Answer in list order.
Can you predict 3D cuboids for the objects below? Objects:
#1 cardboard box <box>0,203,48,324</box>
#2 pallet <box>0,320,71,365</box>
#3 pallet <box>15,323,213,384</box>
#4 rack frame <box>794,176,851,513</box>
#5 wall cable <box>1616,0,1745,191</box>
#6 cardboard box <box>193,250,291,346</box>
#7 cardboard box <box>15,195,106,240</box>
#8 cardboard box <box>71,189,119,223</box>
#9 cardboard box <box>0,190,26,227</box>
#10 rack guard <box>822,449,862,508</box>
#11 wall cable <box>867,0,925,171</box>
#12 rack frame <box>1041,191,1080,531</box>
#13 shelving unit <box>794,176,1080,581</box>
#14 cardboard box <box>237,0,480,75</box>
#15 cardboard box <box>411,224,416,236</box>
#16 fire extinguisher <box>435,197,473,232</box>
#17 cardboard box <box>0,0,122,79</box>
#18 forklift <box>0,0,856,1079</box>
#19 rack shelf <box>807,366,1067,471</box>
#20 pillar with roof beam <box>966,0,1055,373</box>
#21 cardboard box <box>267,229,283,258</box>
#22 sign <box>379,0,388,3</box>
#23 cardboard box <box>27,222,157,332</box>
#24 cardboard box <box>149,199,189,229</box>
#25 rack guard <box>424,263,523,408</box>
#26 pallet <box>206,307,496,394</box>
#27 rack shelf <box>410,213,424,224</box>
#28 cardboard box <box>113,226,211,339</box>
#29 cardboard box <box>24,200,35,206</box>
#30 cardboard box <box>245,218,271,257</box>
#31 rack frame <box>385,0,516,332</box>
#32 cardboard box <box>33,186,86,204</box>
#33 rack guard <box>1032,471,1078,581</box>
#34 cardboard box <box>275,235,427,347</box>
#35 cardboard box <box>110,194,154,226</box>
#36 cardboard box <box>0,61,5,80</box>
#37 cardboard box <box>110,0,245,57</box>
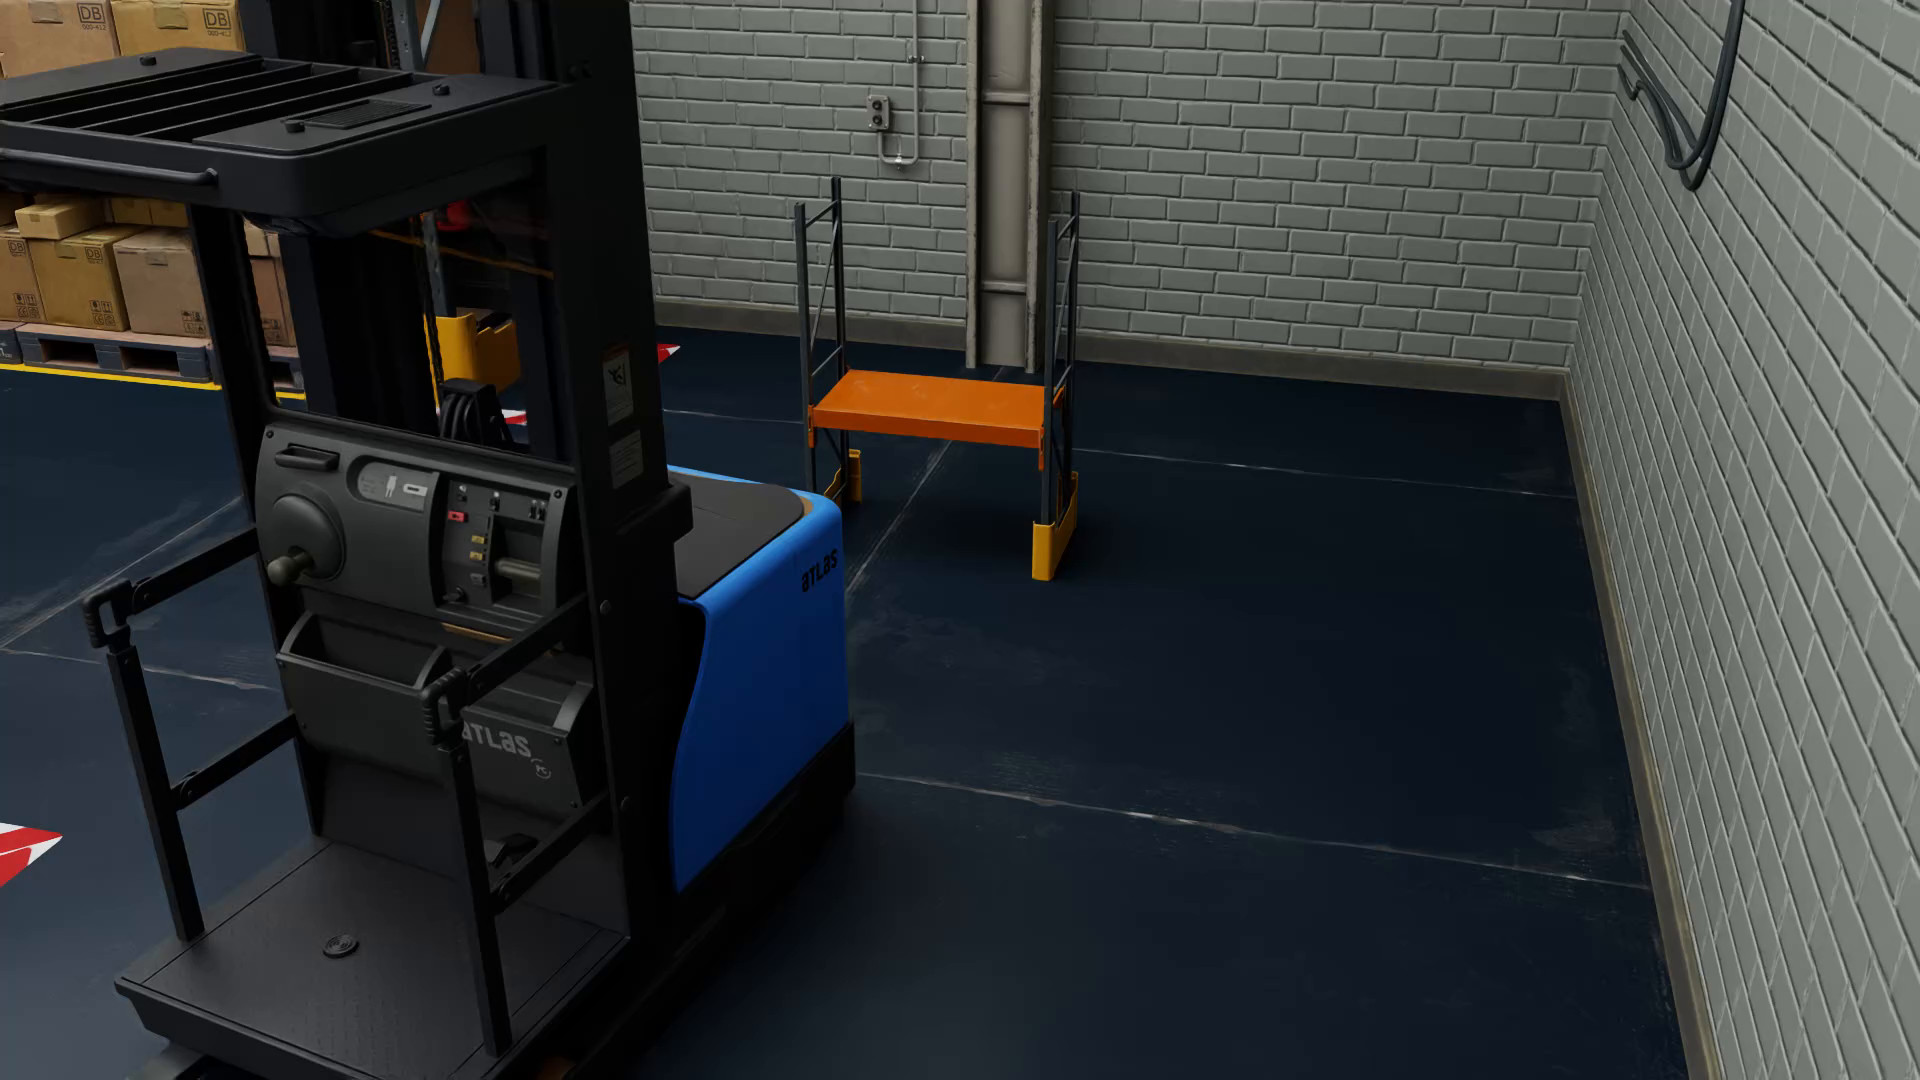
[{"bbox_3d":[-5.258,-1.599,9.539,0.500,0.500,0.700,6,26,12],"label":"cardboard box"},{"bbox_3d":[-5.726,-1.343,9.825,1.213,0.211,1.003,6,26,13],"label":"pallet"},{"bbox_3d":[-4.541,-1.213,9.553,1.213,0.211,1.003,6,26,13],"label":"pallet"},{"bbox_3d":[-0.575,-0.741,7.061,0.032,1.500,0.500,6,26,13],"label":"rack frame"},{"bbox_3d":[2.820,-2.840,6.359,0.112,2.526,3.097,6,26,13],"label":"wall cable"},{"bbox_3d":[-3.756,-1.436,9.195,0.500,0.500,0.700,6,26,13],"label":"cardboard box"},{"bbox_3d":[-4.952,-1.779,9.161,0.250,0.149,0.380,6,26,12],"label":"cardboard box"},{"bbox_3d":[-4.824,-1.934,9.488,0.250,0.149,0.380,7,26,14],"label":"cardboard box"},{"bbox_3d":[-5.458,-1.835,9.279,0.250,0.149,0.380,7,26,15],"label":"cardboard box"},{"bbox_3d":[-0.556,-0.174,7.325,0.087,0.250,0.587,6,26,13],"label":"rack guard"},{"bbox_3d":[-1.093,-3.003,8.887,1.851,1.984,0.084,6,26,13],"label":"wall cable"},{"bbox_3d":[0.410,-0.632,6.832,0.032,1.500,0.500,6,26,13],"label":"rack frame"},{"bbox_3d":[-0.074,-0.685,6.945,1.083,1.500,0.587,6,26,13],"label":"shelving unit"},{"bbox_3d":[-3.065,-2.474,8.607,0.700,0.700,0.980,8,26,15],"label":"cardboard box"},{"bbox_3d":[-3.101,-1.745,9.090,0.250,0.149,0.380,6,26,13],"label":"cardboard box"},{"bbox_3d":[-2.538,-1.876,8.225,0.183,0.674,0.296,6,26,13],"label":"fire extinguisher"},{"bbox_3d":[-4.509,-2.632,8.941,0.700,0.700,0.980,5,26,10],"label":"cardboard box"},{"bbox_3d":[-1.419,0.003,3.833,1.130,2.935,3.031,11,28,22],"label":"forklift"},{"bbox_3d":[-0.083,-0.524,7.024,1.000,0.185,0.538,6,26,13],"label":"rack shelf"},{"bbox_3d":[-0.811,-3.275,3.661,0.400,9.000,9.100,6,26,13],"label":"pillar with roof beam"},{"bbox_3d":[-3.441,-1.613,8.813,0.250,0.149,0.380,6,26,12],"label":"cardboard box"},{"bbox_3d":[-2.717,-2.693,7.795,0.005,0.325,0.100,6,26,13],"label":"sign"},{"bbox_3d":[-4.762,-1.543,9.421,0.500,0.500,0.700,7,26,14],"label":"cardboard box"},{"bbox_3d":[-4.329,-1.880,9.374,0.250,0.149,0.380,7,26,14],"label":"cardboard box"},{"bbox_3d":[-2.546,-1.157,9.098,0.348,0.500,1.175,6,26,13],"label":"rack guard"},{"bbox_3d":[-3.363,-1.082,9.277,1.213,0.211,1.003,6,26,13],"label":"pallet"},{"bbox_3d":[-4.506,-2.177,9.170,4.000,0.370,1.077,6,26,13],"label":"rack shelf"},{"bbox_3d":[-4.244,-1.489,9.308,0.500,0.500,0.700,5,26,11],"label":"cardboard box"},{"bbox_3d":[-5.744,-1.654,9.655,0.500,0.500,0.700,7,26,14],"label":"cardboard box"},{"bbox_3d":[-3.689,-1.640,8.870,0.250,0.149,0.380,7,26,14],"label":"cardboard box"},{"bbox_3d":[-2.569,-2.288,8.566,0.127,3.000,1.000,6,26,13],"label":"rack frame"},{"bbox_3d":[-5.069,-1.962,9.546,0.250,0.149,0.380,5,26,11],"label":"cardboard box"},{"bbox_3d":[0.408,-0.068,7.101,0.087,0.250,0.587,6,26,13],"label":"rack guard"},{"bbox_3d":[-3.272,-1.382,9.083,0.500,0.500,0.700,6,26,13],"label":"cardboard box"},{"bbox_3d":[-4.574,-1.907,9.431,0.250,0.149,0.380,6,26,12],"label":"cardboard box"},{"bbox_3d":[-5.216,-2.706,9.096,0.700,0.700,0.980,6,26,12],"label":"cardboard box"},{"bbox_3d":[-3.773,-2.547,8.761,0.700,0.700,0.980,6,26,13],"label":"cardboard box"}]
